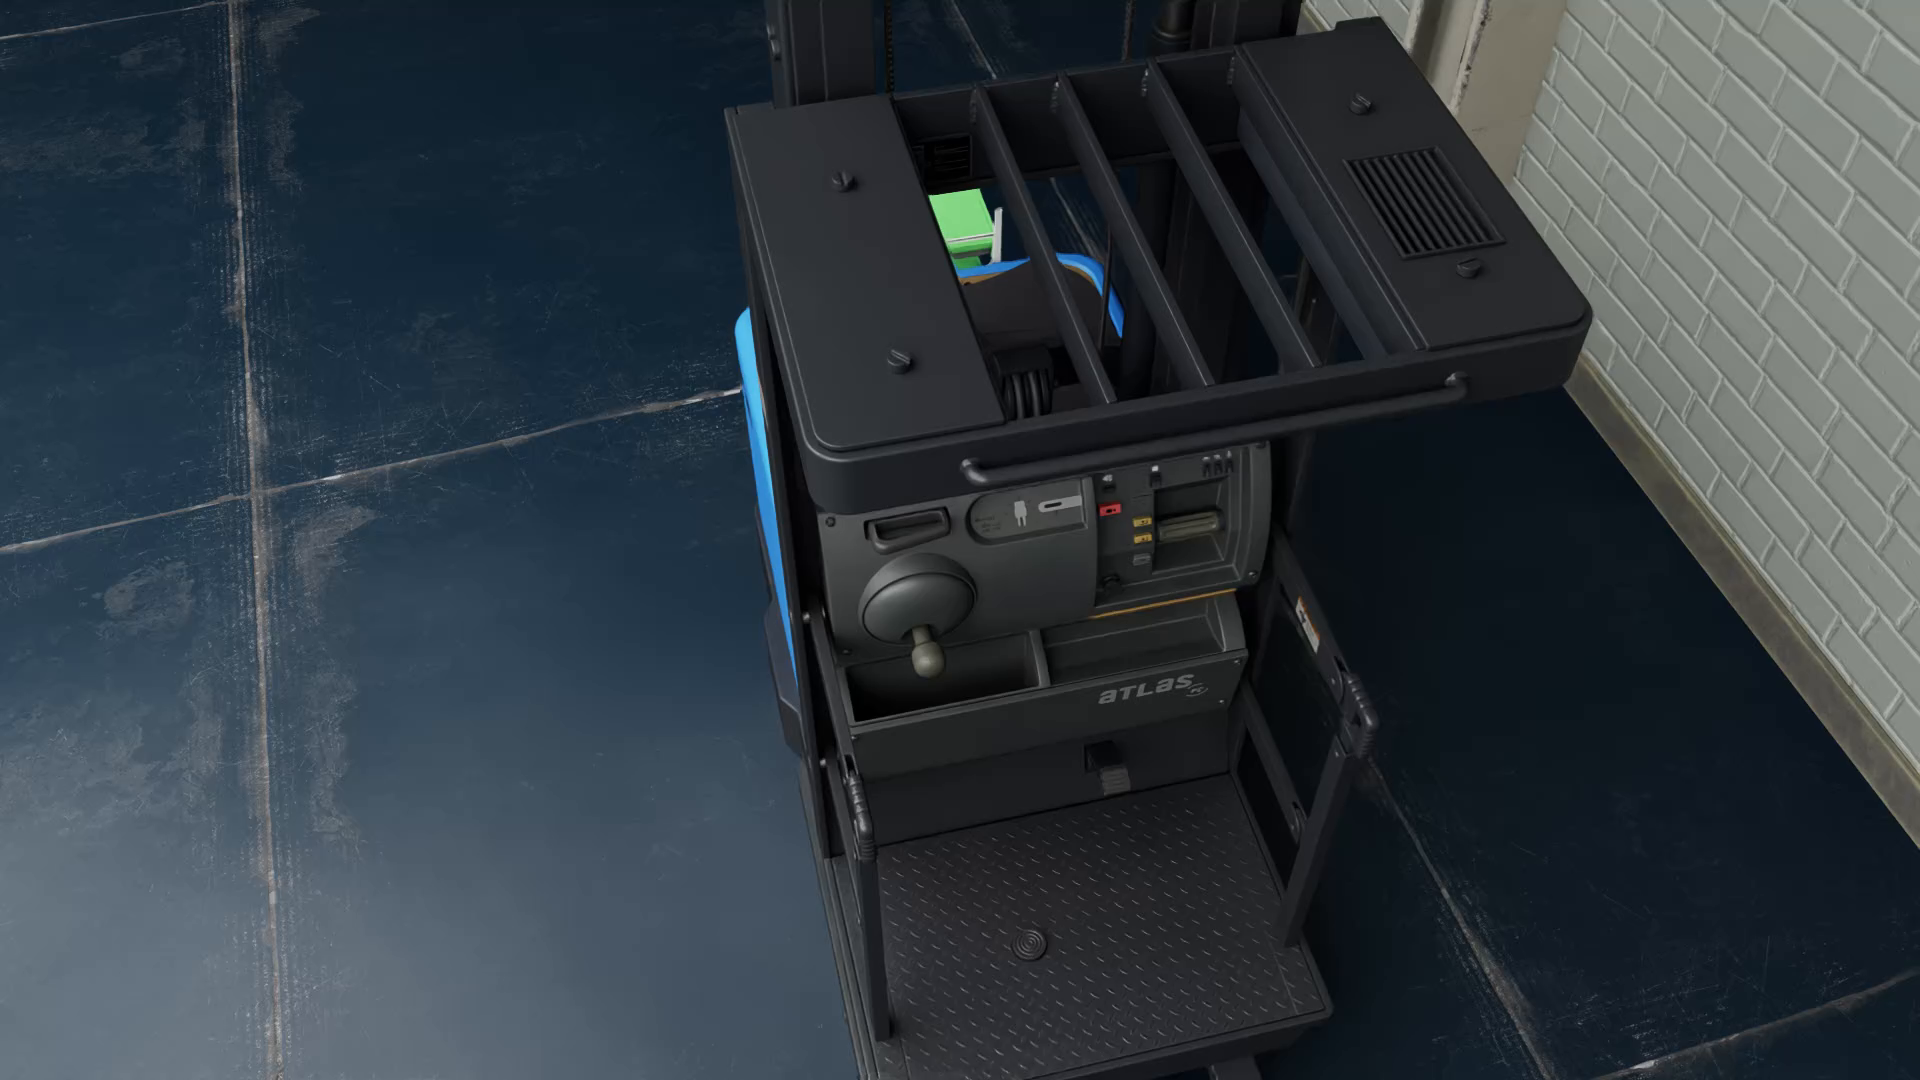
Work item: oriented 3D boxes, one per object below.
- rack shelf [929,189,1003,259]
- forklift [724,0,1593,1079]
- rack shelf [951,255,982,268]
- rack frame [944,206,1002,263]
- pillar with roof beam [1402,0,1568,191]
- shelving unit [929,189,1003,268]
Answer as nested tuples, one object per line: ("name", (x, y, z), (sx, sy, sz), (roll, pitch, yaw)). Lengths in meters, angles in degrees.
("rack shelf", (-0.064, -0.926, 4.702), (0.258, 0.148, 0.480), (-10, 51, -9))
("forklift", (0.235, 0.129, 3.224), (1.130, 2.935, 3.031), (-10, 51, -9))
("rack shelf", (-0.064, -0.771, 4.885), (0.258, 0.148, 0.480), (-10, 51, -9))
("rack frame", (-0.007, -0.476, 4.867), (0.240, 1.200, 0.015), (-10, 51, -9))
("pillar with roof beam", (-2.400, -3.019, 1.910), (9.100, 9.000, 0.400), (-13, 51, -11))
("shelving unit", (-0.064, -0.658, 5.020), (0.258, 1.200, 0.503), (-10, 51, -9))
